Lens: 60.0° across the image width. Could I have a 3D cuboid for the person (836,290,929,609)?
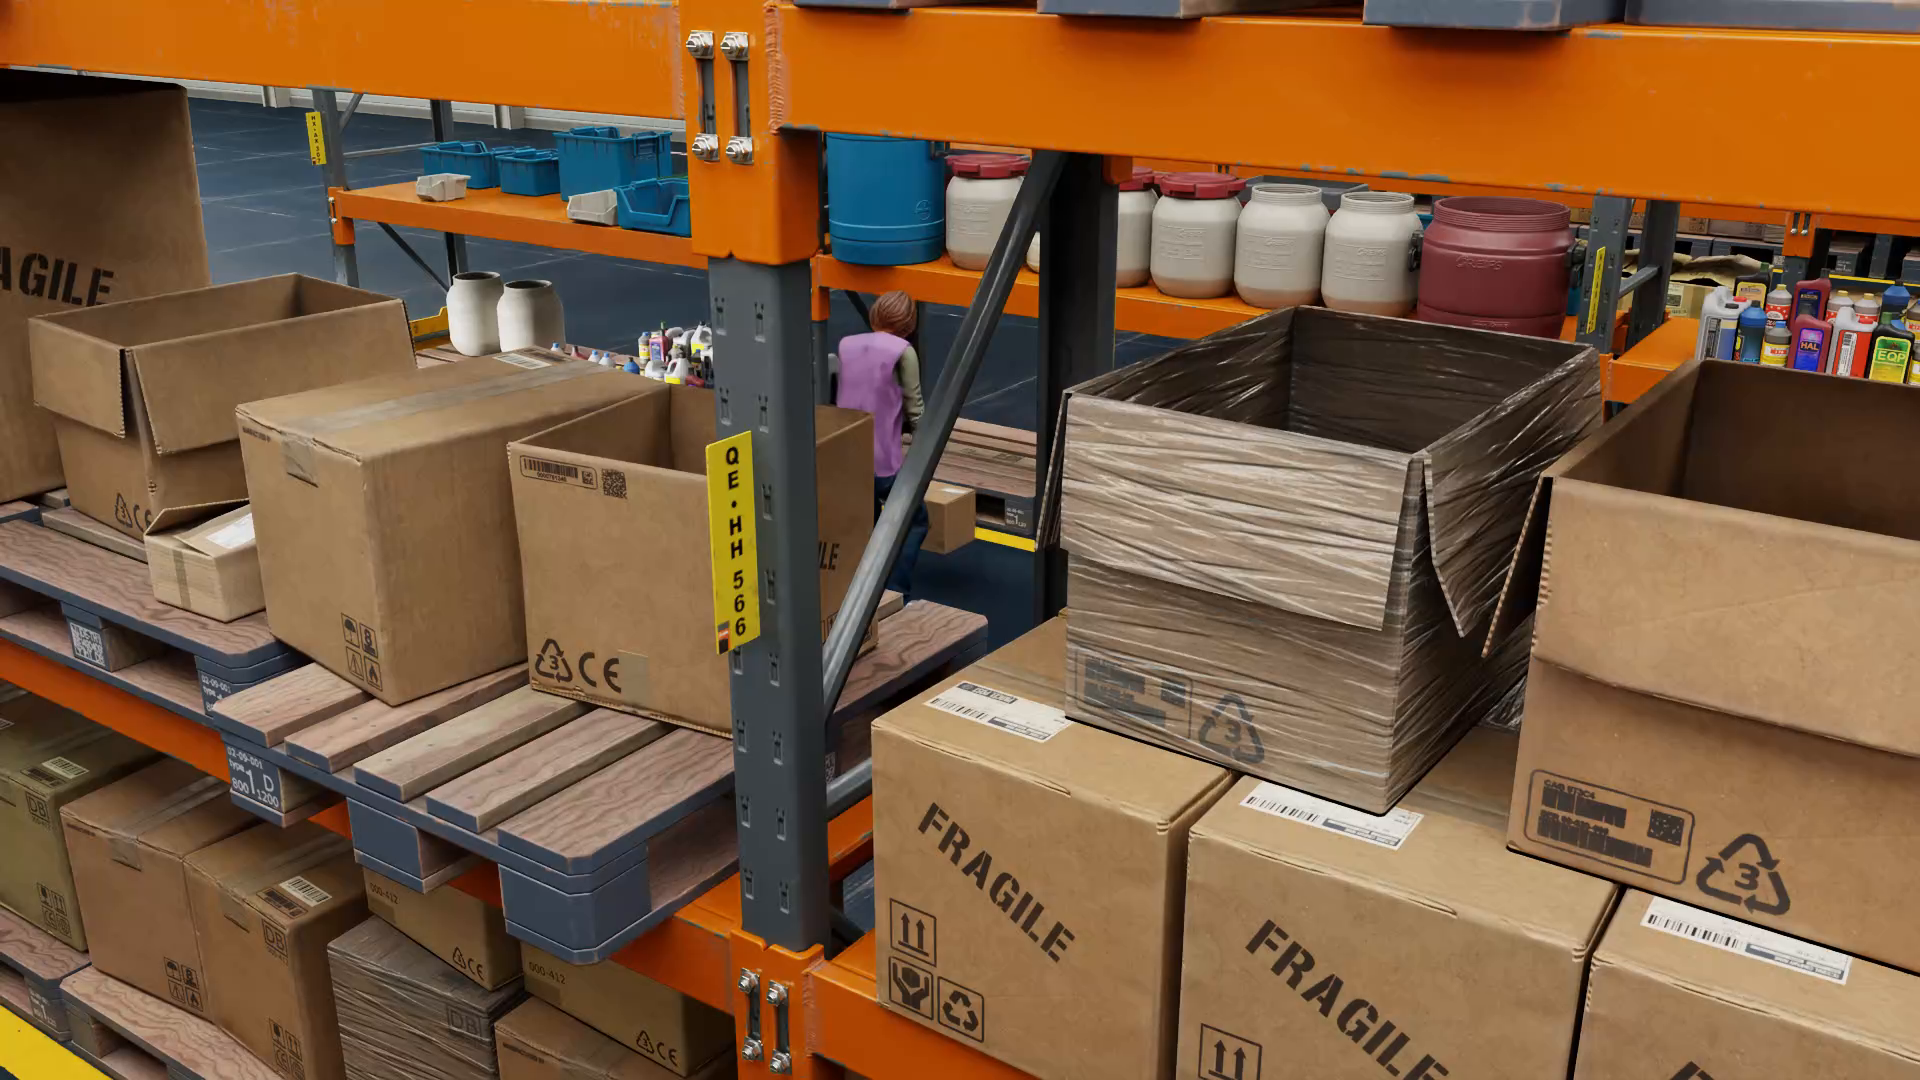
[{"bbox_3d":[-0.367,-0.344,7.288,0.454,1.429,0.540,14,24,33],"label":"person"}]
